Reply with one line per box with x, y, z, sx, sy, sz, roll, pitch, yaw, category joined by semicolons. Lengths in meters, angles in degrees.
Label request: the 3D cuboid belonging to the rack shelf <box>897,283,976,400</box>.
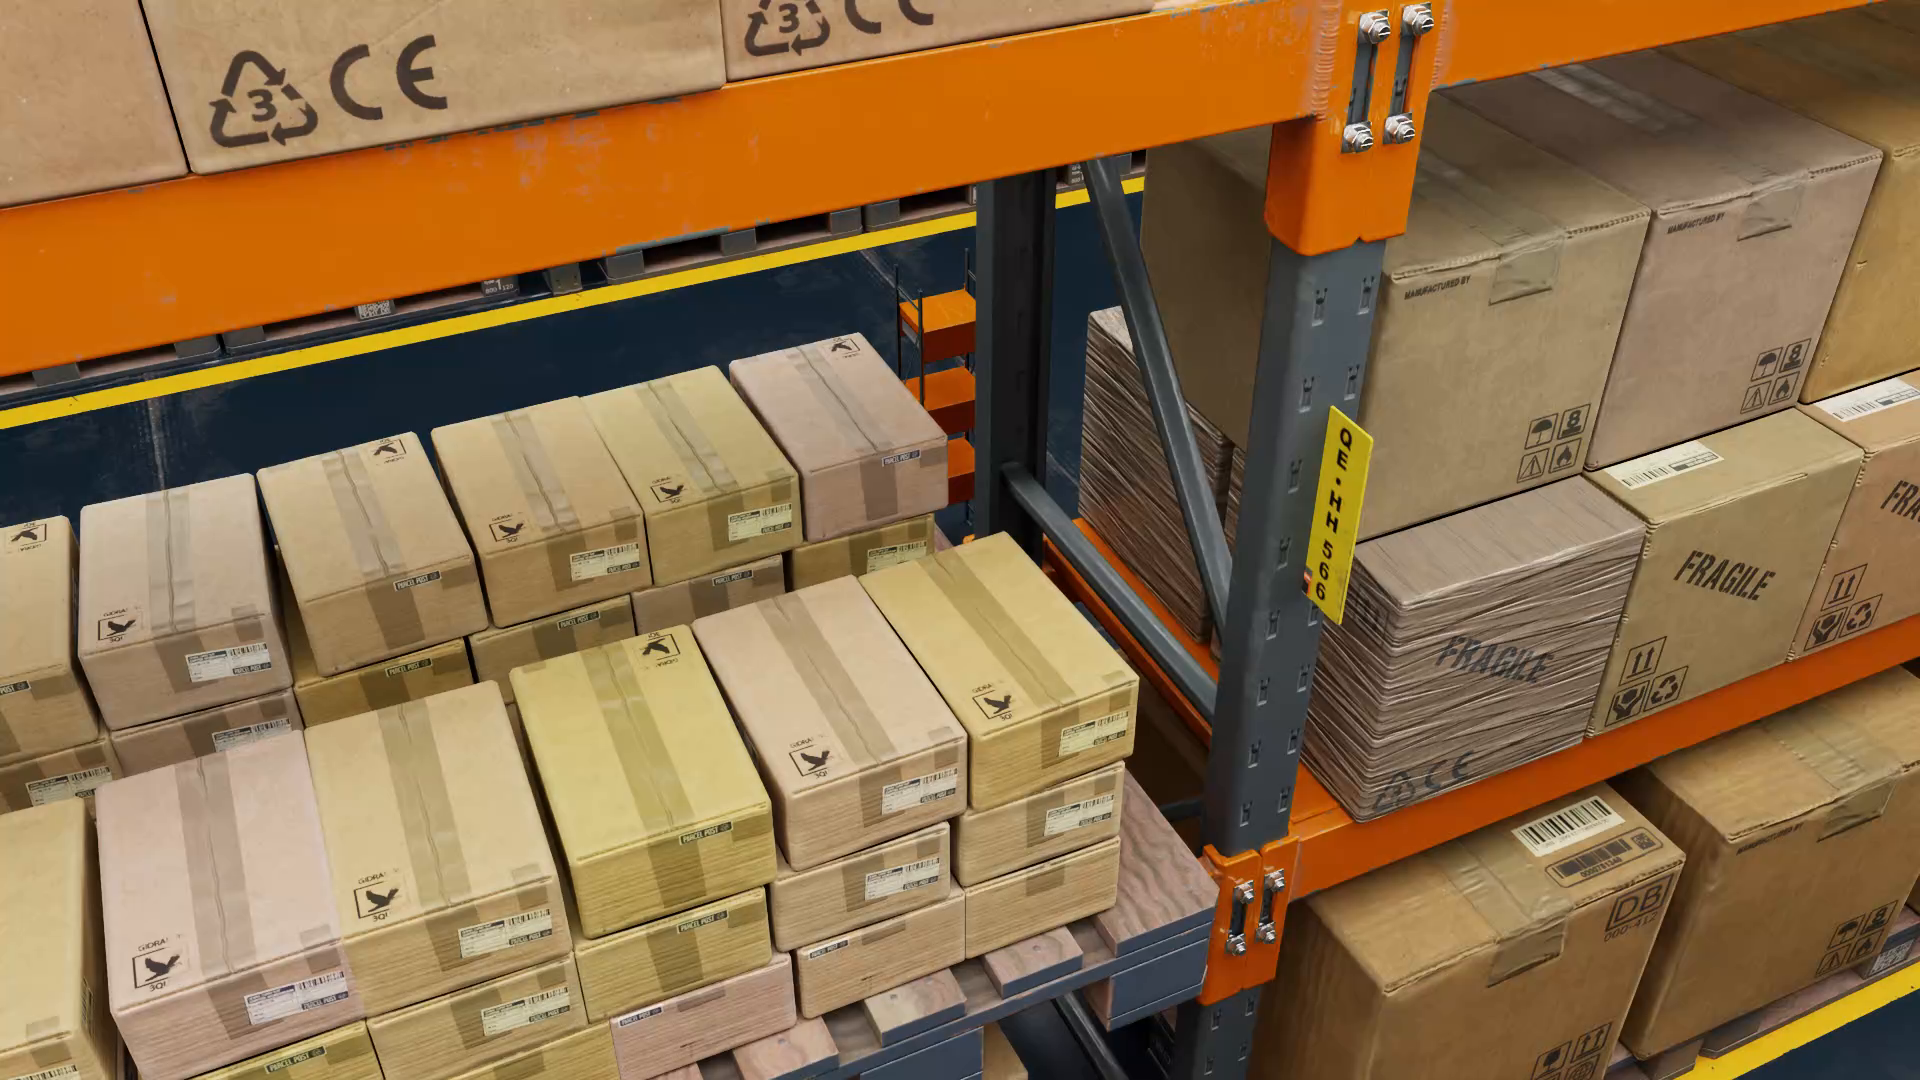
-0.048;-0.628;5.256;0.240;0.259;0.215;-16;39;-20;rack shelf

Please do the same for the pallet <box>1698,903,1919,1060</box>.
2.143;0.766;4.540;1.213;0.211;1.003;-16;39;-20;pallet

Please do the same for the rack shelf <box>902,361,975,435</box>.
-0.048;-0.400;5.425;0.240;0.259;0.215;-16;39;-20;rack shelf

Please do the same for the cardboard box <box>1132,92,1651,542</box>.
0.705;-0.439;2.900;0.500;0.500;0.700;-16;39;-20;cardboard box

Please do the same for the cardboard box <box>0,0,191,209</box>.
-1.016;-0.594;1.431;0.500;0.500;0.500;-16;39;-20;cardboard box

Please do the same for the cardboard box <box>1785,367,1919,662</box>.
1.731;-0.155;3.357;0.500;0.500;0.500;-16;39;-20;cardboard box

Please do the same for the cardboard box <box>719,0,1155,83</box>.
-0.115;-0.852;1.779;0.500;0.500;0.500;-16;39;-20;cardboard box

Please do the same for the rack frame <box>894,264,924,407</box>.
-0.159;-0.377;5.377;0.008;1.050;0.200;-16;39;-20;rack frame

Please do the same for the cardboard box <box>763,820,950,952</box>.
-0.200;0.363;2.351;0.250;0.149;0.380;-14;39;-18;cardboard box

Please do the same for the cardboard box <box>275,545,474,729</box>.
-0.942;0.141;2.650;0.250;0.149;0.380;-15;39;-20;cardboard box

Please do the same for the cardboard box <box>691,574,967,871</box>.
-0.183;0.238;2.270;0.250;0.149;0.380;-16;39;-20;cardboard box

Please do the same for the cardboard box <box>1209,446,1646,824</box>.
0.815;0.103;3.009;0.500;0.500;0.500;-15;39;-19;cardboard box

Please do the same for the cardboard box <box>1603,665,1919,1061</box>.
1.674;0.517;4.070;0.750;0.750;1.050;-15;39;-19;cardboard box

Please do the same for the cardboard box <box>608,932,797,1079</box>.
-0.415;0.543;2.358;0.250;0.149;0.380;-15;39;-19;cardboard box

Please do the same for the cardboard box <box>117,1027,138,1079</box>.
-1.126;0.622;2.002;0.250;0.149;0.380;-15;39;-19;cardboard box

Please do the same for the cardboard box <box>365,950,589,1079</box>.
-0.664;0.494;2.175;0.250;0.149;0.380;-16;39;-20;cardboard box

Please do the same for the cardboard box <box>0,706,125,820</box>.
-1.394;0.265;2.484;0.250;0.149;0.380;-16;39;-20;cardboard box

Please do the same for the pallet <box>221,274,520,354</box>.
-2.646;-1.254;7.263;1.213;0.211;1.003;-16;39;-20;pallet

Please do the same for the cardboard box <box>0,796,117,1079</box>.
-1.126;0.502;1.914;0.250;0.149;0.380;-14;39;-18;cardboard box

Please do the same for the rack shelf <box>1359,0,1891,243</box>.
2.105;-1.311;3.085;4.000;0.370;1.077;-16;39;-20;rack shelf

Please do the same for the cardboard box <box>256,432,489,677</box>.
-0.912;0.013;2.574;0.250;0.149;0.380;-17;40;-22;cardboard box

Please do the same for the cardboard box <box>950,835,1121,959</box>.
0.043;0.416;2.529;0.250;0.149;0.380;-15;39;-19;cardboard box

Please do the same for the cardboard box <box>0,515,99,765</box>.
-1.395;0.151;2.388;0.250;0.149;0.380;-14;39;-19;cardboard box

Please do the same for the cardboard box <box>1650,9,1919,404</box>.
1.626;-0.699;3.251;0.500;0.500;0.700;-16;40;-21;cardboard box

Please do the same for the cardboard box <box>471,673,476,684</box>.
-0.927;0.253;2.749;0.250;0.149;0.380;-14;39;-18;cardboard box

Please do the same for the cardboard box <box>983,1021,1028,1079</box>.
-0.213;0.960;3.054;0.500;0.250;0.500;-17;40;-21;cardboard box

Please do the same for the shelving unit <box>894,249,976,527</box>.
-0.048;-0.408;5.419;0.252;1.050;0.215;-16;39;-20;shelving unit

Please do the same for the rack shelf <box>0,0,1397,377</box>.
-1.516;-0.298;1.720;4.000;0.370;1.077;-16;39;-20;rack shelf

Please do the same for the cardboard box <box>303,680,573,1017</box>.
-0.660;0.374;2.087;0.250;0.149;0.380;-14;39;-19;cardboard box

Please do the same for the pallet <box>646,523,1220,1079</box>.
-0.306;0.426;2.819;1.003;0.211;1.213;-16;39;-20;pallet

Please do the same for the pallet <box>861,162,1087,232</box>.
-0.090;-1.916;8.156;1.213;0.211;1.003;-16;39;-20;pallet

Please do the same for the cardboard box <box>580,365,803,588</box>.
-0.449;-0.114;2.744;0.250;0.149;0.380;-17;40;-21;cardboard box

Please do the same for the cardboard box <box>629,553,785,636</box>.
-0.473;0.008;2.830;0.250;0.149;0.380;-14;39;-18;cardboard box

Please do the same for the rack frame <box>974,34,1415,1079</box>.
0.294;0.111;3.082;0.127;3.000;1.000;-16;39;-20;rack frame
